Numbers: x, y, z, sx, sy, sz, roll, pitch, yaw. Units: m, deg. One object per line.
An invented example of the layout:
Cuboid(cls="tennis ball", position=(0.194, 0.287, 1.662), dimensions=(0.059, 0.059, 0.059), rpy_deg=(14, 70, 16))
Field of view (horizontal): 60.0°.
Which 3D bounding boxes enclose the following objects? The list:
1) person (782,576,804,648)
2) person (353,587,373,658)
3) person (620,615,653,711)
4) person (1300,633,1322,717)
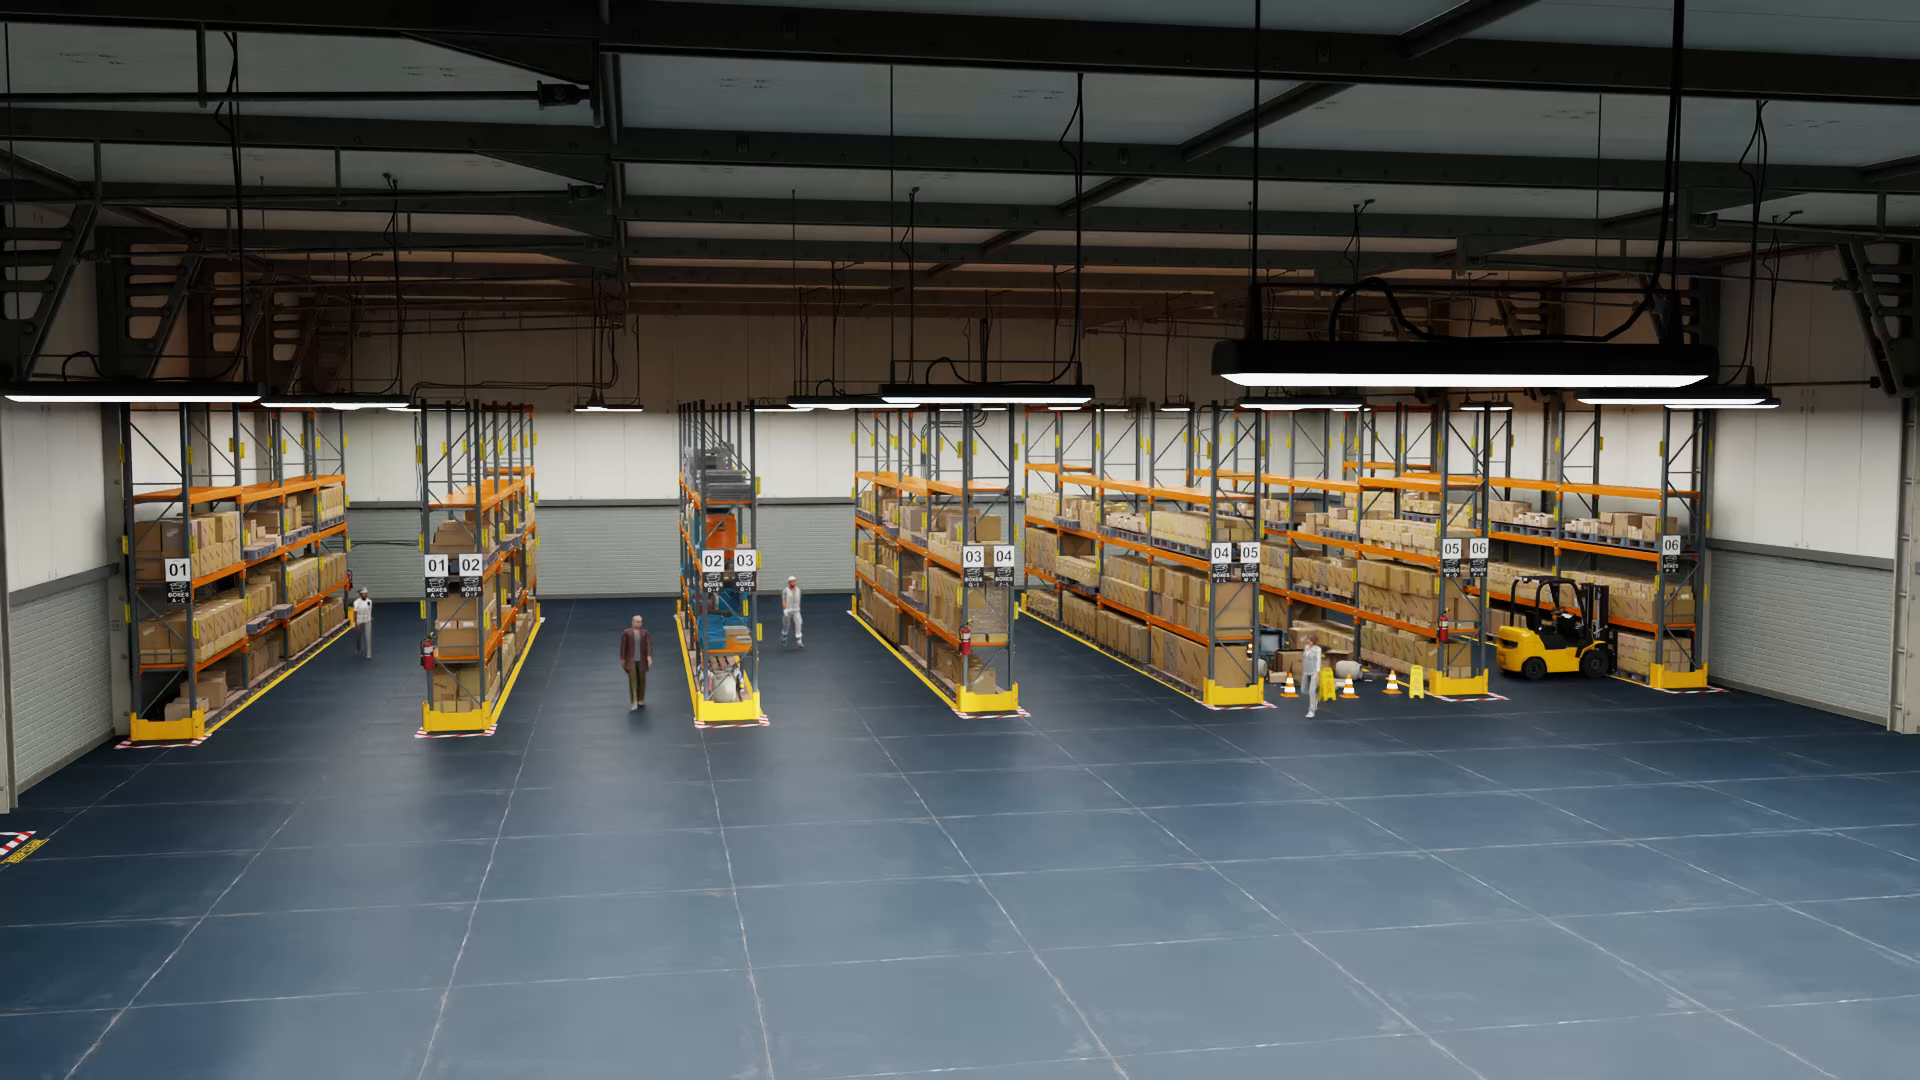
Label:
Cuboid(cls="person", position=(-4.114, 1.757, 40.809), dimensions=(0.524, 1.742, 1.071), rpy_deg=(-2, 5, -21))
Cuboid(cls="person", position=(-14.034, 1.928, 39.115), dimensions=(0.424, 1.642, 0.984), rpy_deg=(-2, 5, -21))
Cuboid(cls="person", position=(-6.299, 2.396, 32.539), dimensions=(0.607, 1.804, 0.732), rpy_deg=(-2, 5, -25))
Cuboid(cls="person", position=(6.683, 2.539, 31.459), dimensions=(0.408, 1.584, 0.538), rpy_deg=(4, 6, 42))
